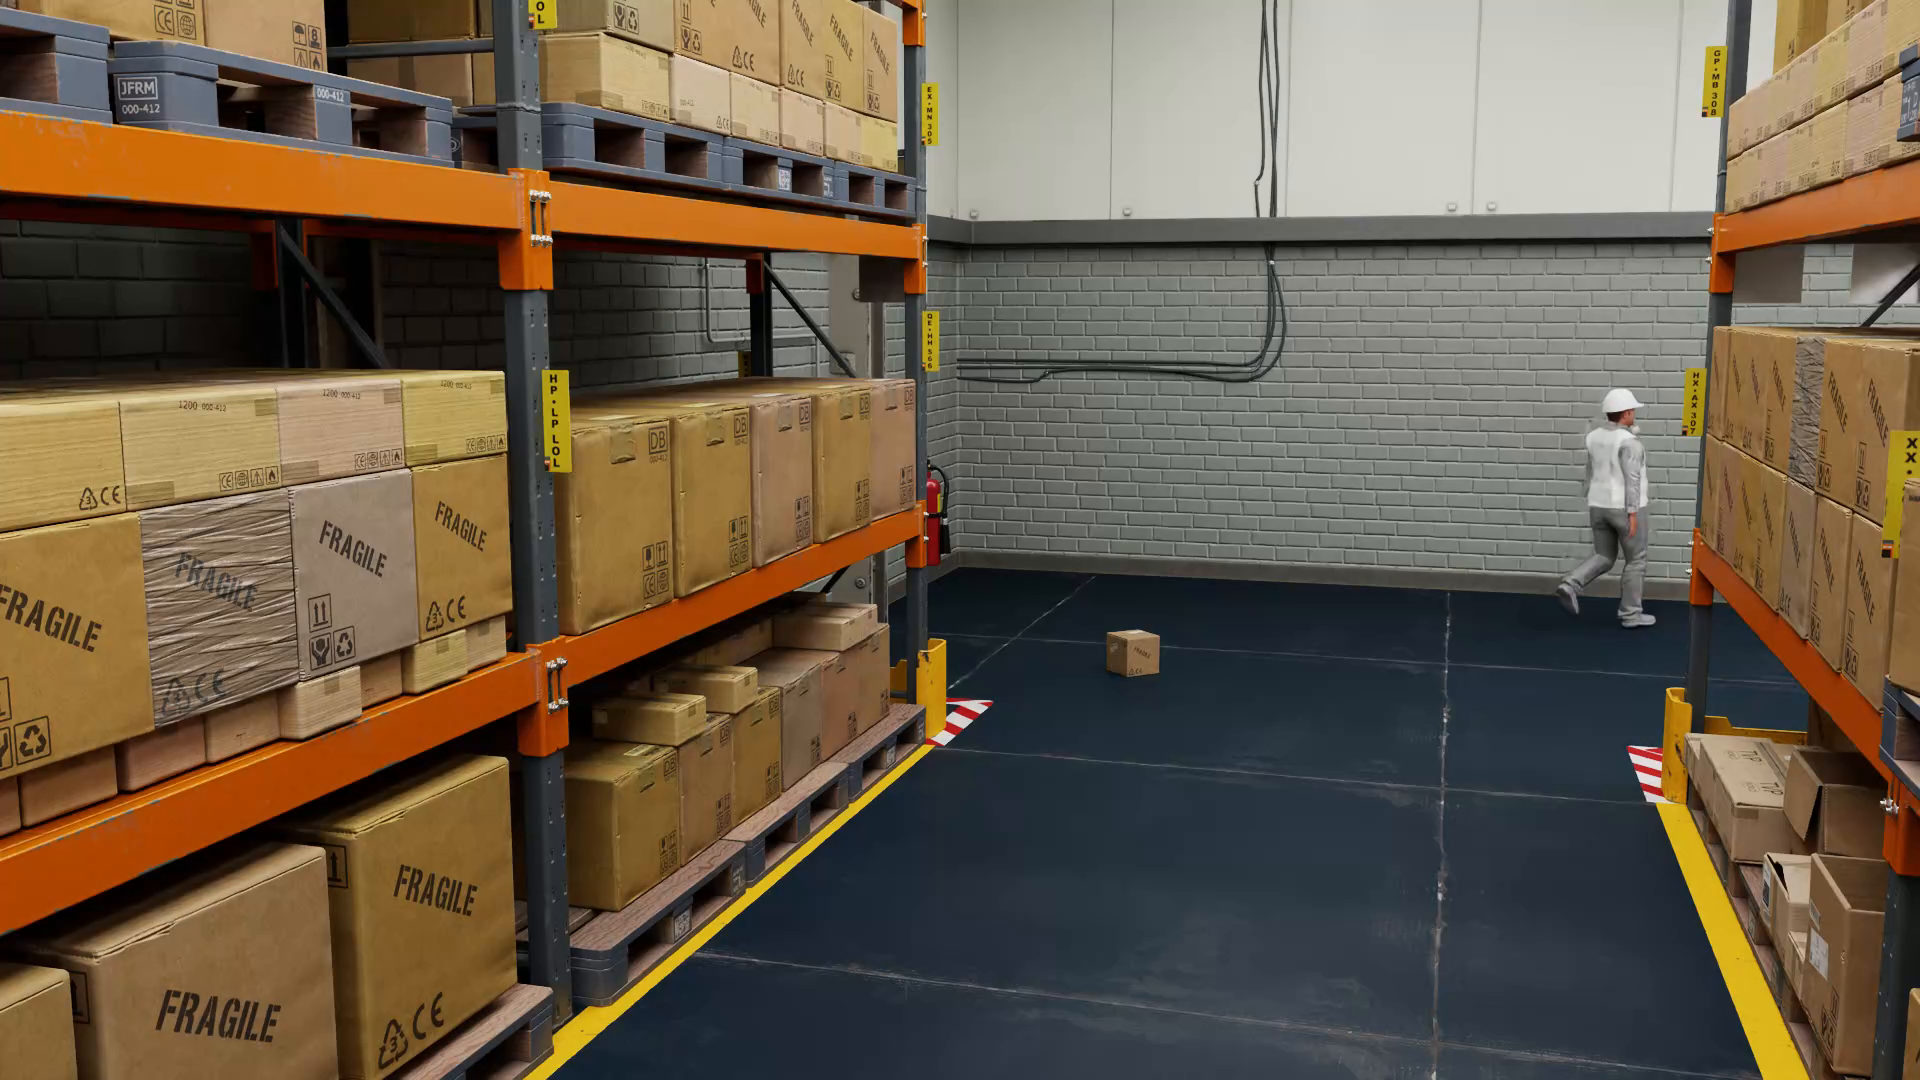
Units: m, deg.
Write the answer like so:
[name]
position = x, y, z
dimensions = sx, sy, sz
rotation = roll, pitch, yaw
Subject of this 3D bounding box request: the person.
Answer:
[person]
position = 4.810, -0.236, 12.273
dimensions = 0.741, 1.759, 0.553
rotation = -3, 9, -22
